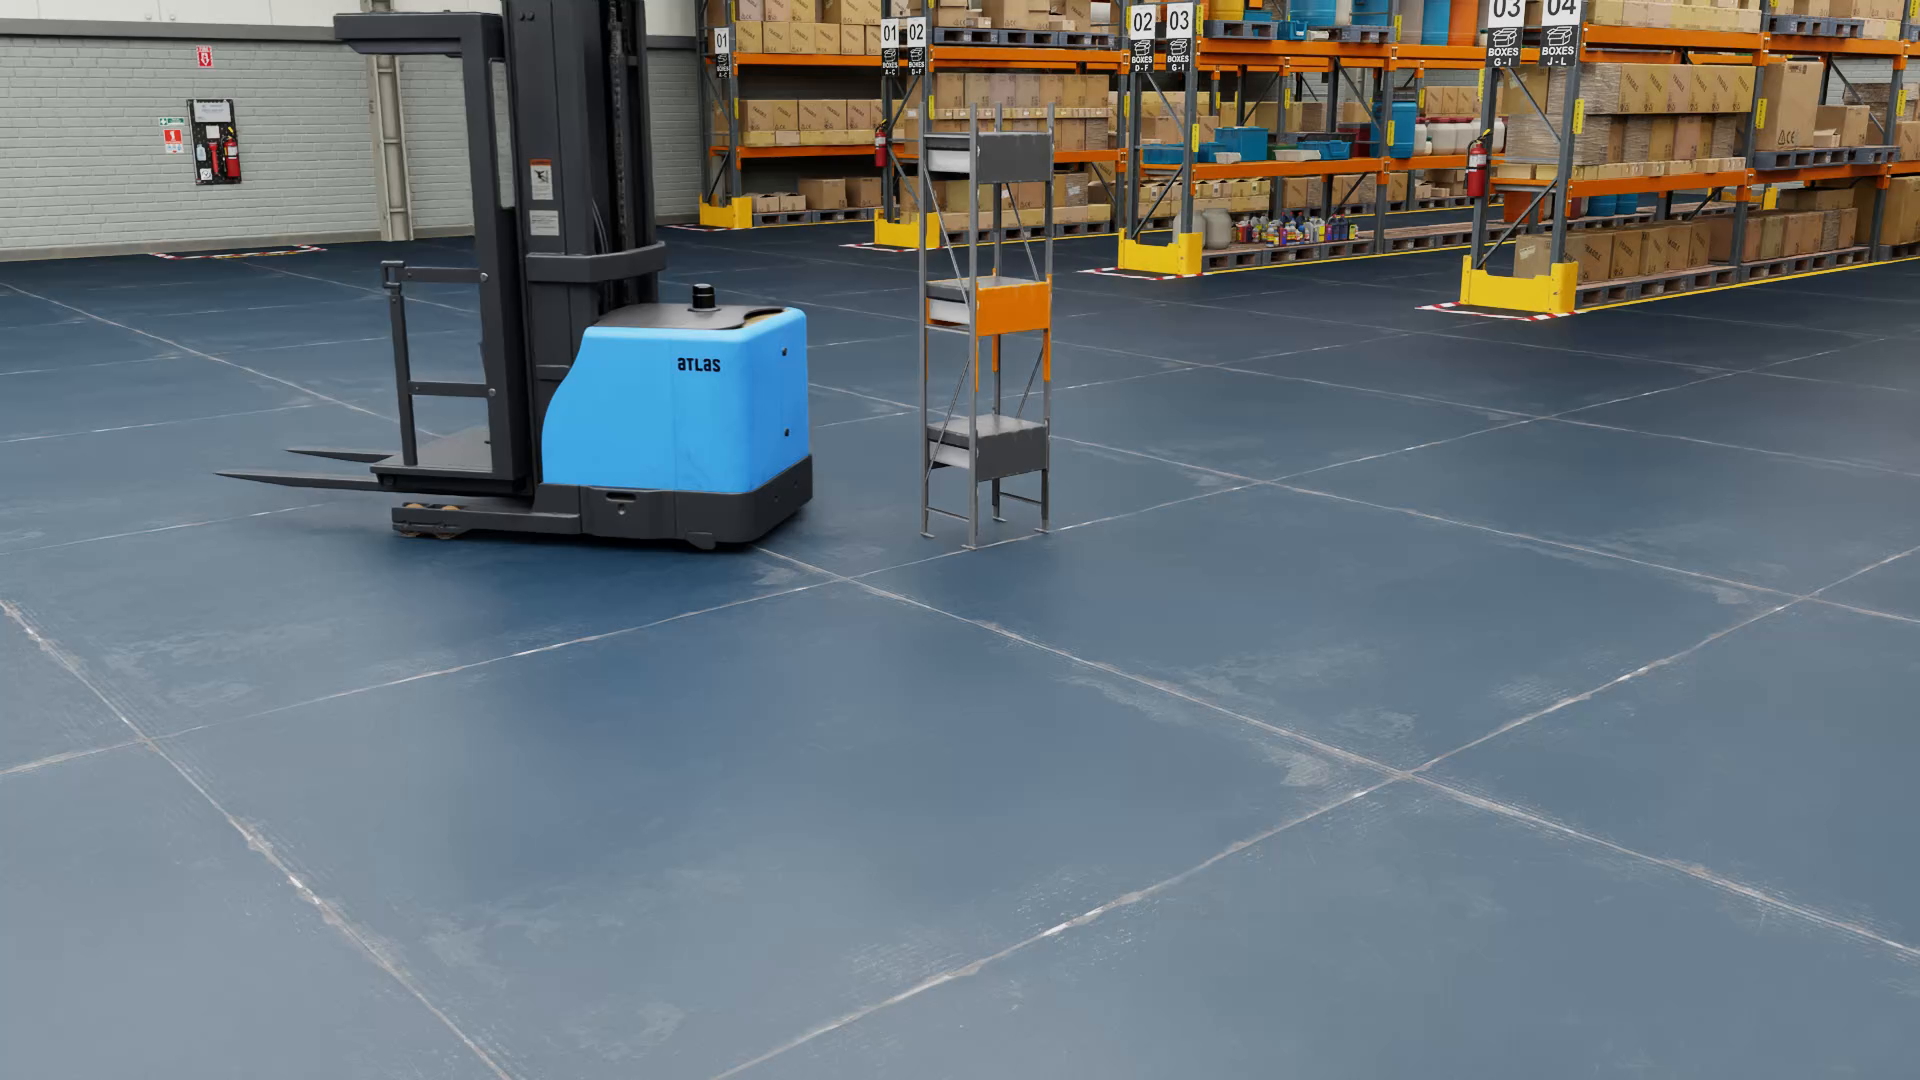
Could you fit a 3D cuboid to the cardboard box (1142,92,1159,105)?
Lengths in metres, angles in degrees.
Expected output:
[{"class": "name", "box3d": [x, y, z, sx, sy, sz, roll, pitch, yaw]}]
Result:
[{"class": "cardboard box", "box3d": [3.687, -8.964, 33.736, 0.500, 0.250, 0.500, -13, 20, -40]}]

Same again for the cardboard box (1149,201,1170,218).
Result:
[{"class": "cardboard box", "box3d": [3.105, -5.449, 27.351, 0.500, 0.250, 0.500, -12, 19, -38]}]

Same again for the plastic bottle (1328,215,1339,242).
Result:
[{"class": "plastic bottle", "box3d": [5.059, -4.238, 22.585, 0.185, 0.351, 0.144, -14, 20, -42]}]

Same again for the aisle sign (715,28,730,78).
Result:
[{"class": "aisle sign", "box3d": [-3.878, -7.940, 27.124, 0.004, 0.787, 0.394, -13, 19, -39]}]

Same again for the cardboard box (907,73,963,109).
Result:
[{"class": "cardboard box", "box3d": [-0.366, -6.551, 24.255, 0.500, 0.500, 0.700, -13, 19, -39]}]

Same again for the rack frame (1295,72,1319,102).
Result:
[{"class": "rack frame", "box3d": [8.049, -9.465, 37.871, 0.127, 3.000, 1.000, -13, 19, -39]}]

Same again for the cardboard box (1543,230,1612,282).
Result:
[{"class": "cardboard box", "box3d": [6.645, -3.067, 17.949, 0.500, 0.500, 0.500, -7, 17, -25]}]

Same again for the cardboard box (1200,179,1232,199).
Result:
[{"class": "cardboard box", "box3d": [4.265, -5.980, 28.253, 0.500, 0.311, 0.500, -13, 20, -40]}]

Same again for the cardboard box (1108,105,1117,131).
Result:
[{"class": "cardboard box", "box3d": [2.950, -8.430, 33.190, 0.500, 0.500, 0.500, -12, 19, -38]}]

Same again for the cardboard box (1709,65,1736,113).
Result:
[{"class": "cardboard box", "box3d": [8.216, -4.999, 18.446, 0.500, 0.500, 0.500, -13, 19, -39]}]

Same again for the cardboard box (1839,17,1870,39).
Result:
[{"class": "cardboard box", "box3d": [10.825, -6.294, 20.478, 0.500, 0.250, 0.500, -12, 19, -38]}]

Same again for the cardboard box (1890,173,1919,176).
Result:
[{"class": "cardboard box", "box3d": [12.981, -4.655, 23.169, 0.875, 0.875, 1.225, -13, 19, -39]}]

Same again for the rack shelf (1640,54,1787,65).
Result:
[{"class": "rack shelf", "box3d": [13.044, -8.299, 29.087, 4.000, 0.370, 1.077, -13, 19, -39]}]

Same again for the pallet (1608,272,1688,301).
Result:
[{"class": "pallet", "box3d": [7.347, -2.863, 18.560, 1.213, 0.211, 1.003, -13, 19, -39]}]

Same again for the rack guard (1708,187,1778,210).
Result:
[{"class": "rack guard", "box3d": [14.562, -6.335, 30.997, 0.348, 0.500, 1.175, -13, 19, -39]}]

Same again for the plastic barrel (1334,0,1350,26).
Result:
[{"class": "plastic barrel", "box3d": [5.046, -7.174, 22.454, 0.421, 0.512, 0.421, 0, 15, 0]}]

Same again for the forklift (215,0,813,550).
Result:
[{"class": "forklift", "box3d": [-2.352, -1.547, 8.361, 3.031, 2.935, 1.130, 3, 15, 12]}]

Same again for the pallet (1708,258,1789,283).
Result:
[{"class": "pallet", "box3d": [9.338, -3.324, 20.285, 1.213, 0.211, 1.003, -13, 19, -39]}]

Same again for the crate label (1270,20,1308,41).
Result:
[{"class": "crate label", "box3d": [4.112, -6.456, 21.081, 0.408, 0.251, 0.502, -13, 19, -39]}]

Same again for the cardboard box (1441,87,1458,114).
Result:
[{"class": "cardboard box", "box3d": [9.216, -8.467, 32.005, 0.500, 0.500, 0.500, -13, 20, -41]}]

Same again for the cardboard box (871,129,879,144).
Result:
[{"class": "cardboard box", "box3d": [-1.543, -7.147, 29.446, 0.500, 0.250, 0.500, -13, 19, -39]}]

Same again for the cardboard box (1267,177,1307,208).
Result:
[{"class": "cardboard box", "box3d": [5.800, -6.172, 29.535, 0.500, 0.500, 0.500, -12, 19, -37]}]

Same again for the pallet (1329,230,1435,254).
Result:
[{"class": "pallet", "box3d": [6.067, -4.296, 23.926, 1.213, 0.211, 1.003, -13, 19, -39]}]

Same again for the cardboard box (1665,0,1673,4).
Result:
[{"class": "cardboard box", "box3d": [7.255, -5.697, 17.472, 0.250, 0.149, 0.380, -13, 20, -40]}]

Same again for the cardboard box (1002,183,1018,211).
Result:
[{"class": "cardboard box", "box3d": [0.529, -5.247, 25.142, 0.500, 0.500, 0.500, -13, 19, -39]}]

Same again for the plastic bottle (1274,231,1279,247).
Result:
[{"class": "plastic bottle", "box3d": [4.133, -3.950, 21.796, 0.097, 0.201, 0.097, 0, 15, 0]}]

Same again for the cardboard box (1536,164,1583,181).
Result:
[{"class": "cardboard box", "box3d": [6.106, -3.742, 16.932, 0.250, 0.149, 0.380, -13, 19, -39]}]

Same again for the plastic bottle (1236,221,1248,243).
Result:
[{"class": "plastic bottle", "box3d": [3.789, -4.156, 22.422, 0.135, 0.276, 0.152, -12, 19, -39]}]

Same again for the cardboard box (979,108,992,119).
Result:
[{"class": "cardboard box", "box3d": [0.250, -6.306, 24.596, 0.250, 0.149, 0.380, -13, 20, -40]}]

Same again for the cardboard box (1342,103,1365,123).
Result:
[{"class": "cardboard box", "box3d": [6.994, -7.763, 30.493, 0.700, 0.500, 0.500, 10, 18, 33]}]

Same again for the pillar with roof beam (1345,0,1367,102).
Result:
[{"class": "pillar with roof beam", "box3d": [12.344, -12.151, 36.302, 0.400, 9.000, 9.100, -13, 19, -39]}]

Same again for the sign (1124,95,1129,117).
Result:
[{"class": "sign", "box3d": [2.617, -6.817, 26.127, 0.005, 0.325, 0.100, -13, 19, -39]}]

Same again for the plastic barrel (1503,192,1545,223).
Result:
[{"class": "plastic barrel", "box3d": [8.876, -5.421, 26.125, 0.708, 0.830, 0.600, -13, 19, -39]}]

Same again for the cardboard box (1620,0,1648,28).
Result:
[{"class": "cardboard box", "box3d": [6.652, -5.358, 16.974, 0.500, 0.250, 0.500, -13, 20, -41]}]

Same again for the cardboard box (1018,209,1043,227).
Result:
[{"class": "cardboard box", "box3d": [0.917, -4.966, 25.544, 0.500, 0.250, 0.500, -13, 19, -39]}]

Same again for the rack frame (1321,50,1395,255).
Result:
[{"class": "rack frame", "box3d": [5.500, -5.503, 23.040, 0.127, 3.000, 1.000, -13, 19, -39]}]

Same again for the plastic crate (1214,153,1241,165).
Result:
[{"class": "plastic crate", "box3d": [3.369, -4.787, 20.870, 0.250, 0.136, 0.298, -13, 19, -39]}]

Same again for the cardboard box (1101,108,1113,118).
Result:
[{"class": "cardboard box", "box3d": [2.187, -6.742, 26.227, 0.250, 0.149, 0.380, -13, 20, -39]}]

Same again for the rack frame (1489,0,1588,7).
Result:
[{"class": "rack frame", "box3d": [5.734, -6.760, 16.119, 0.127, 3.000, 1.000, -13, 19, -39]}]

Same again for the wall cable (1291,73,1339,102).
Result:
[{"class": "wall cable", "box3d": [8.394, -10.357, 39.241, 1.851, 1.984, 0.084, -13, 19, -39]}]

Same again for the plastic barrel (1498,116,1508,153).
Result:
[{"class": "plastic barrel", "box3d": [8.367, -6.109, 25.044, 0.708, 0.536, 0.600, -13, 19, -39]}]

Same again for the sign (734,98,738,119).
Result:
[{"class": "sign", "box3d": [-3.664, -7.067, 27.216, 0.005, 0.325, 0.100, -13, 19, -39]}]

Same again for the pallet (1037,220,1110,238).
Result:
[{"class": "pallet", "box3d": [1.624, -4.994, 26.538, 1.213, 0.211, 1.003, -13, 19, -39]}]

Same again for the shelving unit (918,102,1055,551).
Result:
[{"class": "shelving unit", "box3d": [0.125, -1.042, 8.084, 0.503, 2.100, 0.431, -13, 19, -39]}]

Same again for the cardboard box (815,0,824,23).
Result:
[{"class": "cardboard box", "box3d": [-2.692, -9.126, 28.620, 0.500, 0.500, 0.500, -13, 20, -39]}]

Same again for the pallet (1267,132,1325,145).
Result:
[{"class": "pallet", "box3d": [5.734, -7.181, 29.695, 1.003, 0.211, 1.213, -13, 19, -39]}]

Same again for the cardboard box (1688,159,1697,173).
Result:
[{"class": "cardboard box", "box3d": [7.969, -4.172, 18.543, 0.250, 0.149, 0.380, -13, 19, -39]}]

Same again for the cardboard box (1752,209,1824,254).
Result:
[{"class": "cardboard box", "box3d": [10.444, -3.910, 21.067, 0.500, 0.500, 0.700, -11, 18, -35]}]

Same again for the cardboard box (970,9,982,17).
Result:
[{"class": "cardboard box", "box3d": [0.349, -7.808, 24.943, 0.500, 0.311, 0.500, -10, 18, -33]}]

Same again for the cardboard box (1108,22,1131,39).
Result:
[{"class": "cardboard box", "box3d": [2.723, -8.150, 26.614, 0.500, 0.250, 0.500, -10, 18, -34]}]

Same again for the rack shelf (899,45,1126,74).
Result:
[{"class": "rack shelf", "box3d": [0.743, -7.231, 25.090, 4.000, 0.370, 1.077, -13, 19, -39]}]

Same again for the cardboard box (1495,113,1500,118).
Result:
[{"class": "cardboard box", "box3d": [10.376, -8.248, 33.123, 0.500, 0.500, 0.500, -12, 19, -39]}]

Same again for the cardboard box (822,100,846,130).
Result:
[{"class": "cardboard box", "box3d": [-2.308, -7.334, 28.692, 0.500, 0.500, 0.500, -12, 19, -38]}]
